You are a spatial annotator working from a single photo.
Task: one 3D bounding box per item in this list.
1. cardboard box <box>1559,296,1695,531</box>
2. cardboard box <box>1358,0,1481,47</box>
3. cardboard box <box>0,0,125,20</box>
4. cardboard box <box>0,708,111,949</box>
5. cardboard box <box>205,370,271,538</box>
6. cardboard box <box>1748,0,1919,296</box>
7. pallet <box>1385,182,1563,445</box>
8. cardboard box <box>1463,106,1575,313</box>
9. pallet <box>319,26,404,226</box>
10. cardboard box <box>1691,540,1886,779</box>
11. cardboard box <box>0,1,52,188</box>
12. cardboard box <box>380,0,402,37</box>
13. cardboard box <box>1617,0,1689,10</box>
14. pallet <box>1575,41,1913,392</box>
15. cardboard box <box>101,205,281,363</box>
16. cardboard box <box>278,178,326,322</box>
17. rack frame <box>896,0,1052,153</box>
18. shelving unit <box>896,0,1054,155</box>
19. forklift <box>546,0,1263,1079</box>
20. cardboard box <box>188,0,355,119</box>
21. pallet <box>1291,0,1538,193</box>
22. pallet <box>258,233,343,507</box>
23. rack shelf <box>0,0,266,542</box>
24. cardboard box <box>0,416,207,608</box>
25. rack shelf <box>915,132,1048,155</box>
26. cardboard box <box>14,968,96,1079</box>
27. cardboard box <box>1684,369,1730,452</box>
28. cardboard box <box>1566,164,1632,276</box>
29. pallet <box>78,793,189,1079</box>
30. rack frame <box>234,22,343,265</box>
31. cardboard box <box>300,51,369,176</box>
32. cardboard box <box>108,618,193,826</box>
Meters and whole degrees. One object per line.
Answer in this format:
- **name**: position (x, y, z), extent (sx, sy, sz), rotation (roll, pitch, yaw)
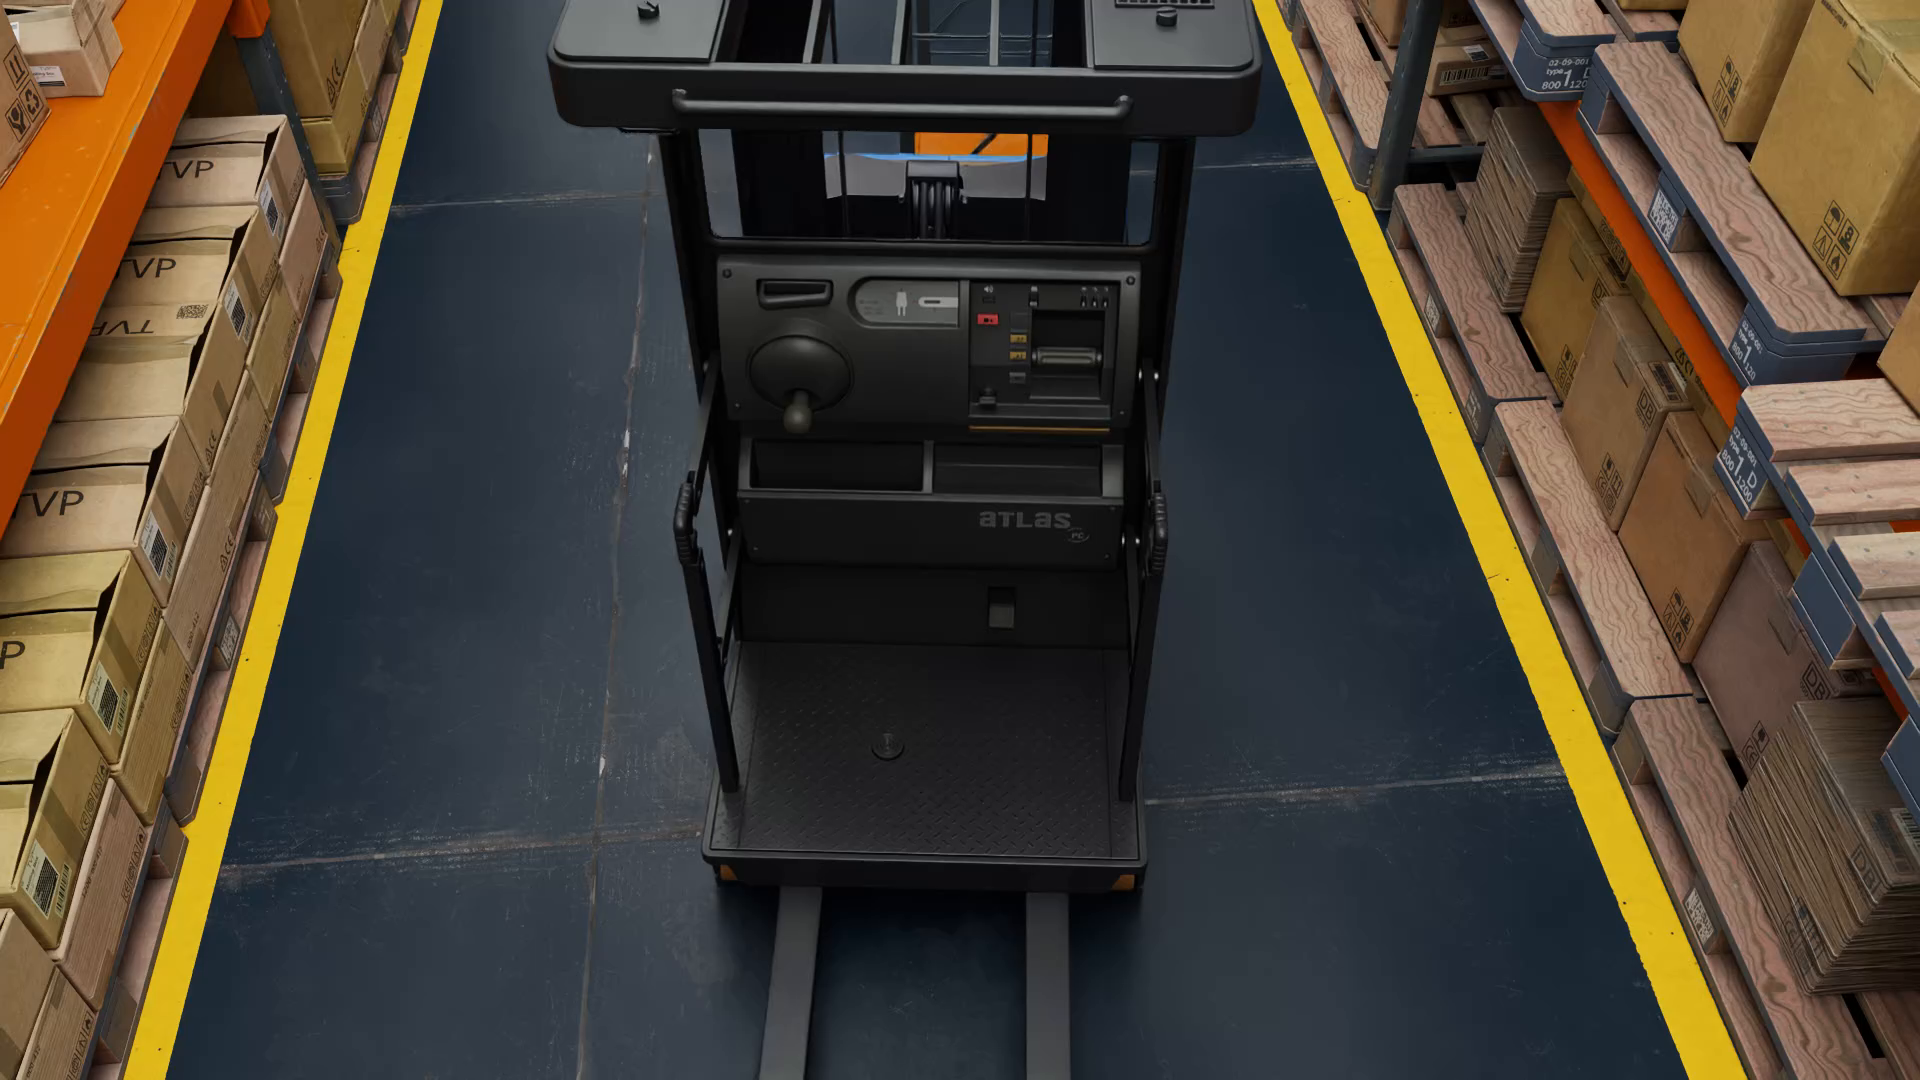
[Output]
- **cardboard box**: position (2.276, -0.393, 4.975), extent (0.700, 0.500, 0.500), rotation (-3, 47, -3)
- **cardboard box**: position (1.975, -2.415, 6.890), extent (0.500, 0.500, 0.500), rotation (-7, 47, -6)
- **cardboard box**: position (-2.749, -1.666, 4.865), extent (0.500, 0.250, 0.500), rotation (-1, 47, -1)
- **cardboard box**: position (-2.303, 0.655, 3.782), extent (0.500, 0.311, 0.500), rotation (-5, 47, -4)
- **cardboard box**: position (-2.426, -0.251, 5.027), extent (0.500, 0.250, 0.500), rotation (-3, 47, -2)
- **cardboard box**: position (2.261, -0.906, 3.670), extent (0.700, 0.500, 0.500), rotation (-3, 47, -3)
- **pallet**: position (2.169, -0.853, 5.912), extent (1.003, 0.211, 1.213), rotation (-3, 47, -3)
- **cardboard box**: position (2.180, -1.135, 5.678), extent (0.700, 0.500, 0.500), rotation (-2, 47, -2)
- **pallet**: position (-2.859, -1.690, 6.705), extent (1.003, 0.211, 1.213), rotation (-3, 47, -3)
- **cardboard box**: position (2.397, 0.330, 4.290), extent (0.700, 0.500, 0.500), rotation (-4, 47, -3)
- **cardboard box**: position (-2.742, -1.168, 4.221), extent (0.500, 0.500, 0.500), rotation (0, 47, 0)
- **cardboard box**: position (-2.644, -2.348, 7.012), extent (0.500, 0.250, 0.500), rotation (-3, 47, -3)
- **cardboard box**: position (2.150, -1.786, 4.503), extent (0.700, 0.500, 0.500), rotation (1, 47, 1)
- **pallet**: position (2.230, -0.845, 4.116), extent (1.003, 0.211, 1.213), rotation (-3, 47, -3)
- **cardboard box**: position (-2.464, -0.811, 5.171), extent (0.500, 0.311, 0.500), rotation (-2, 47, -2)
- **cardboard box**: position (-2.510, -0.988, 5.724), extent (0.500, 0.250, 0.500), rotation (-4, 47, -4)
- **rack frame**: position (0.074, -0.967, 5.132), extent (0.500, 1.500, 0.032), rotation (1, 47, 1)
- **shelving unit**: position (0.088, -1.329, 5.476), extent (0.587, 1.500, 1.083), rotation (1, 47, 1)
- **forklift**: position (-0.074, -0.330, 3.544), extent (1.130, 2.935, 3.031), rotation (1, 47, 1)
- **cardboard box**: position (-2.561, -1.882, 6.055), extent (0.500, 0.500, 0.500), rotation (-3, 47, -3)
- **pallet**: position (2.011, -1.900, 6.904), extent (1.003, 0.211, 1.213), rotation (-3, 47, -3)
- **pallet**: position (-2.733, -0.582, 5.655), extent (1.003, 0.211, 1.213), rotation (-3, 47, -3)
- **rack shelf**: position (-2.666, -0.377, 4.036), extent (1.077, 0.370, 4.000), rotation (-3, 47, -3)
- **cardboard box**: position (-2.387, -0.086, 4.484), extent (0.500, 0.311, 0.500), rotation (-4, 47, -4)
- **rack shelf**: position (0.088, -1.212, 5.612), extent (0.538, 0.185, 1.000), rotation (1, 47, 1)
- **cardboard box**: position (-2.250, 1.227, 3.626), extent (0.500, 0.250, 0.500), rotation (-4, 47, -3)
- **cardboard box**: position (2.291, -0.336, 4.405), extent (0.500, 0.250, 0.500), rotation (-4, 47, -3)
- **cardboard box**: position (2.221, -1.075, 5.104), extent (0.500, 0.250, 0.500), rotation (-4, 47, -4)
- **pallet**: position (-2.529, 1.184, 3.983), extent (1.003, 0.211, 1.213), rotation (-3, 47, -3)
- **rack frame**: position (-2.834, -2.071, 5.146), extent (1.000, 3.000, 0.127), rotation (-3, 47, -3)
- **cardboard box**: position (-2.571, -1.624, 6.327), extent (0.500, 0.250, 0.500), rotation (-3, 47, -3)
- **cardboard box**: position (-2.343, 0.488, 4.327), extent (0.500, 0.250, 0.500), rotation (-5, 47, -4)
